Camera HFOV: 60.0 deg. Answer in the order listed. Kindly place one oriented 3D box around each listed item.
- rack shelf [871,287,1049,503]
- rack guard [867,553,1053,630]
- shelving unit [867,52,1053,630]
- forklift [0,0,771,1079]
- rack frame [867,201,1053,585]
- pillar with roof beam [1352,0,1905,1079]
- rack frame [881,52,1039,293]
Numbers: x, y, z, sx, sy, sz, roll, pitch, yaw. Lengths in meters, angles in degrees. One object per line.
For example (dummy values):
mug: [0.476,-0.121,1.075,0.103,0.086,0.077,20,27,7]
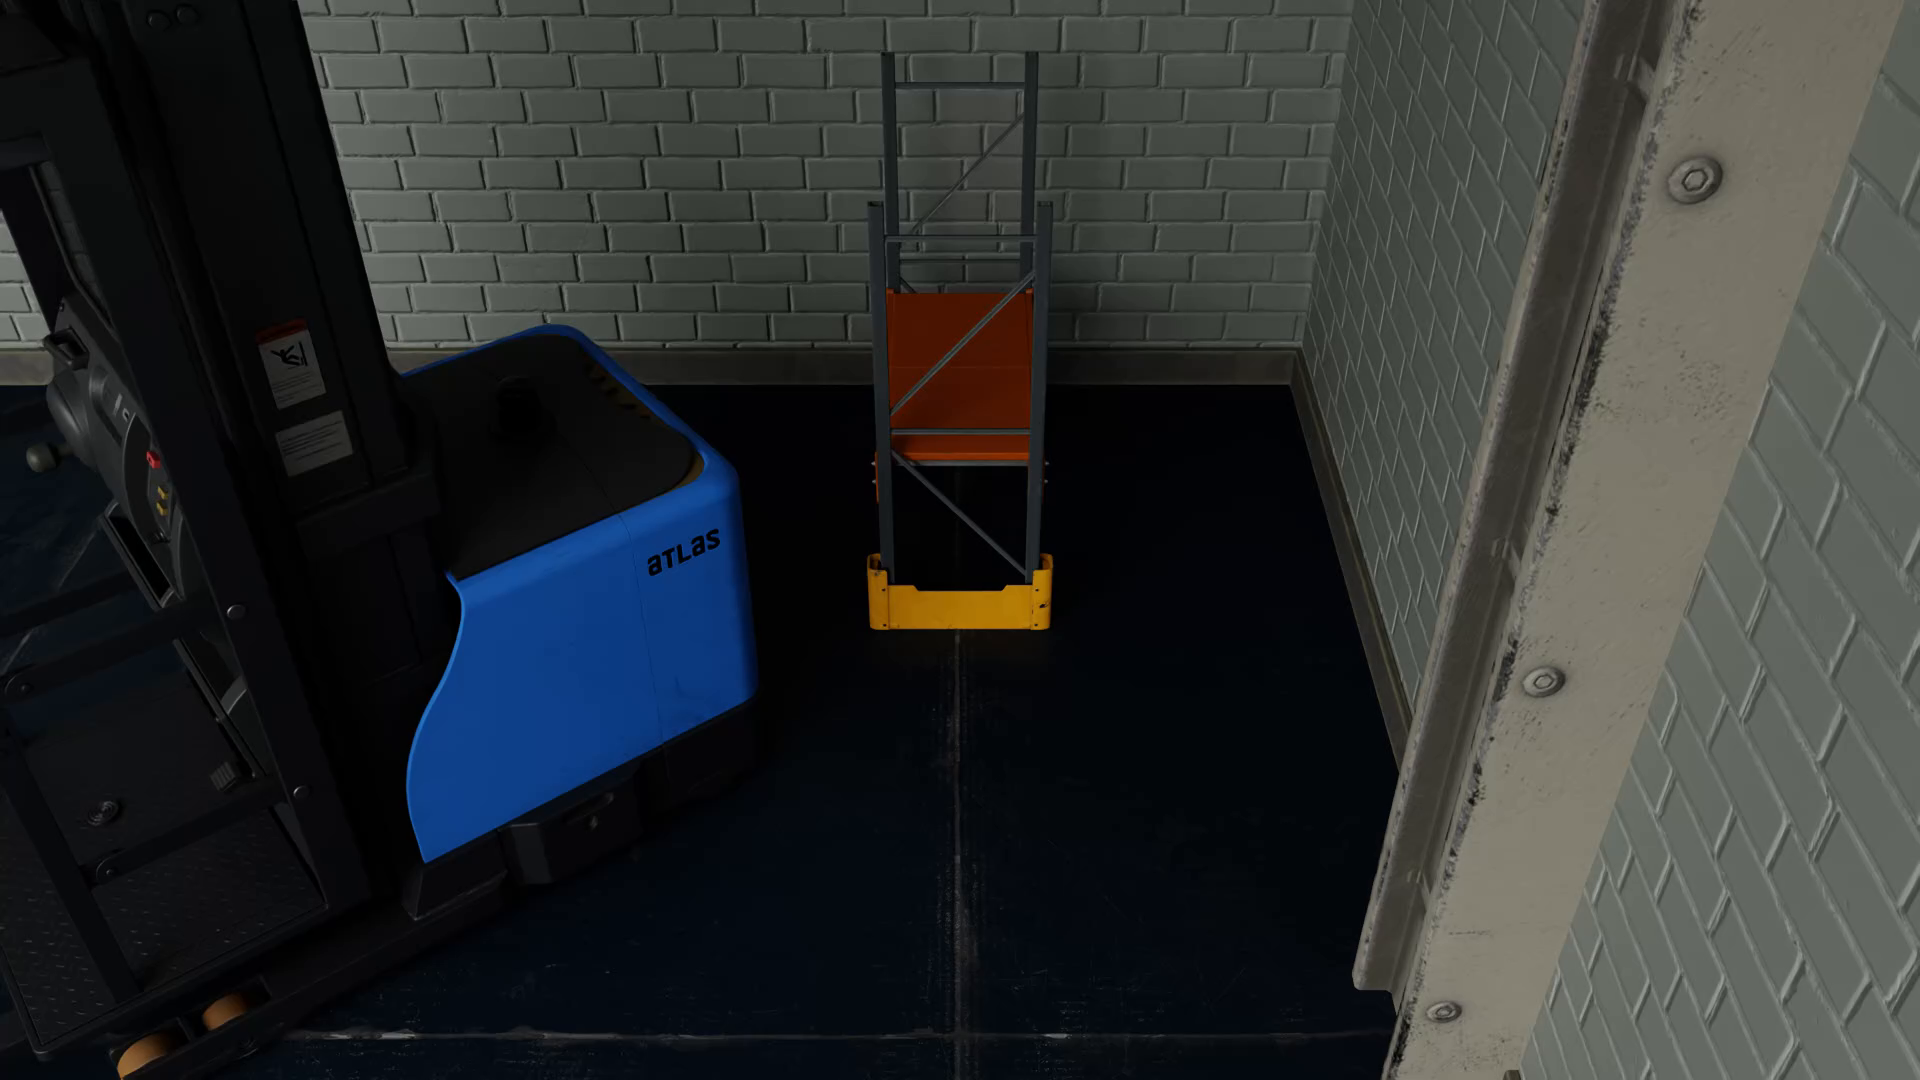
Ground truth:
rack shelf: [0.000,-0.498,5.460,0.538,0.185,1.000,0,39,0]
rack guard: [0.000,0.166,5.343,0.587,0.250,0.087,0,39,0]
shelving unit: [0.000,-0.633,5.340,0.587,1.500,1.083,0,39,0]
forklift: [-2.030,-0.156,3.601,3.031,2.935,1.130,-26,45,-29]
rack frame: [0.000,-0.321,4.951,0.500,1.500,0.032,0,39,0]
pillar with roof beam: [-3.128,-2.259,1.372,9.100,9.000,0.400,0,39,0]
rack frame: [-0.001,-0.957,5.744,0.500,1.500,0.032,0,39,0]
